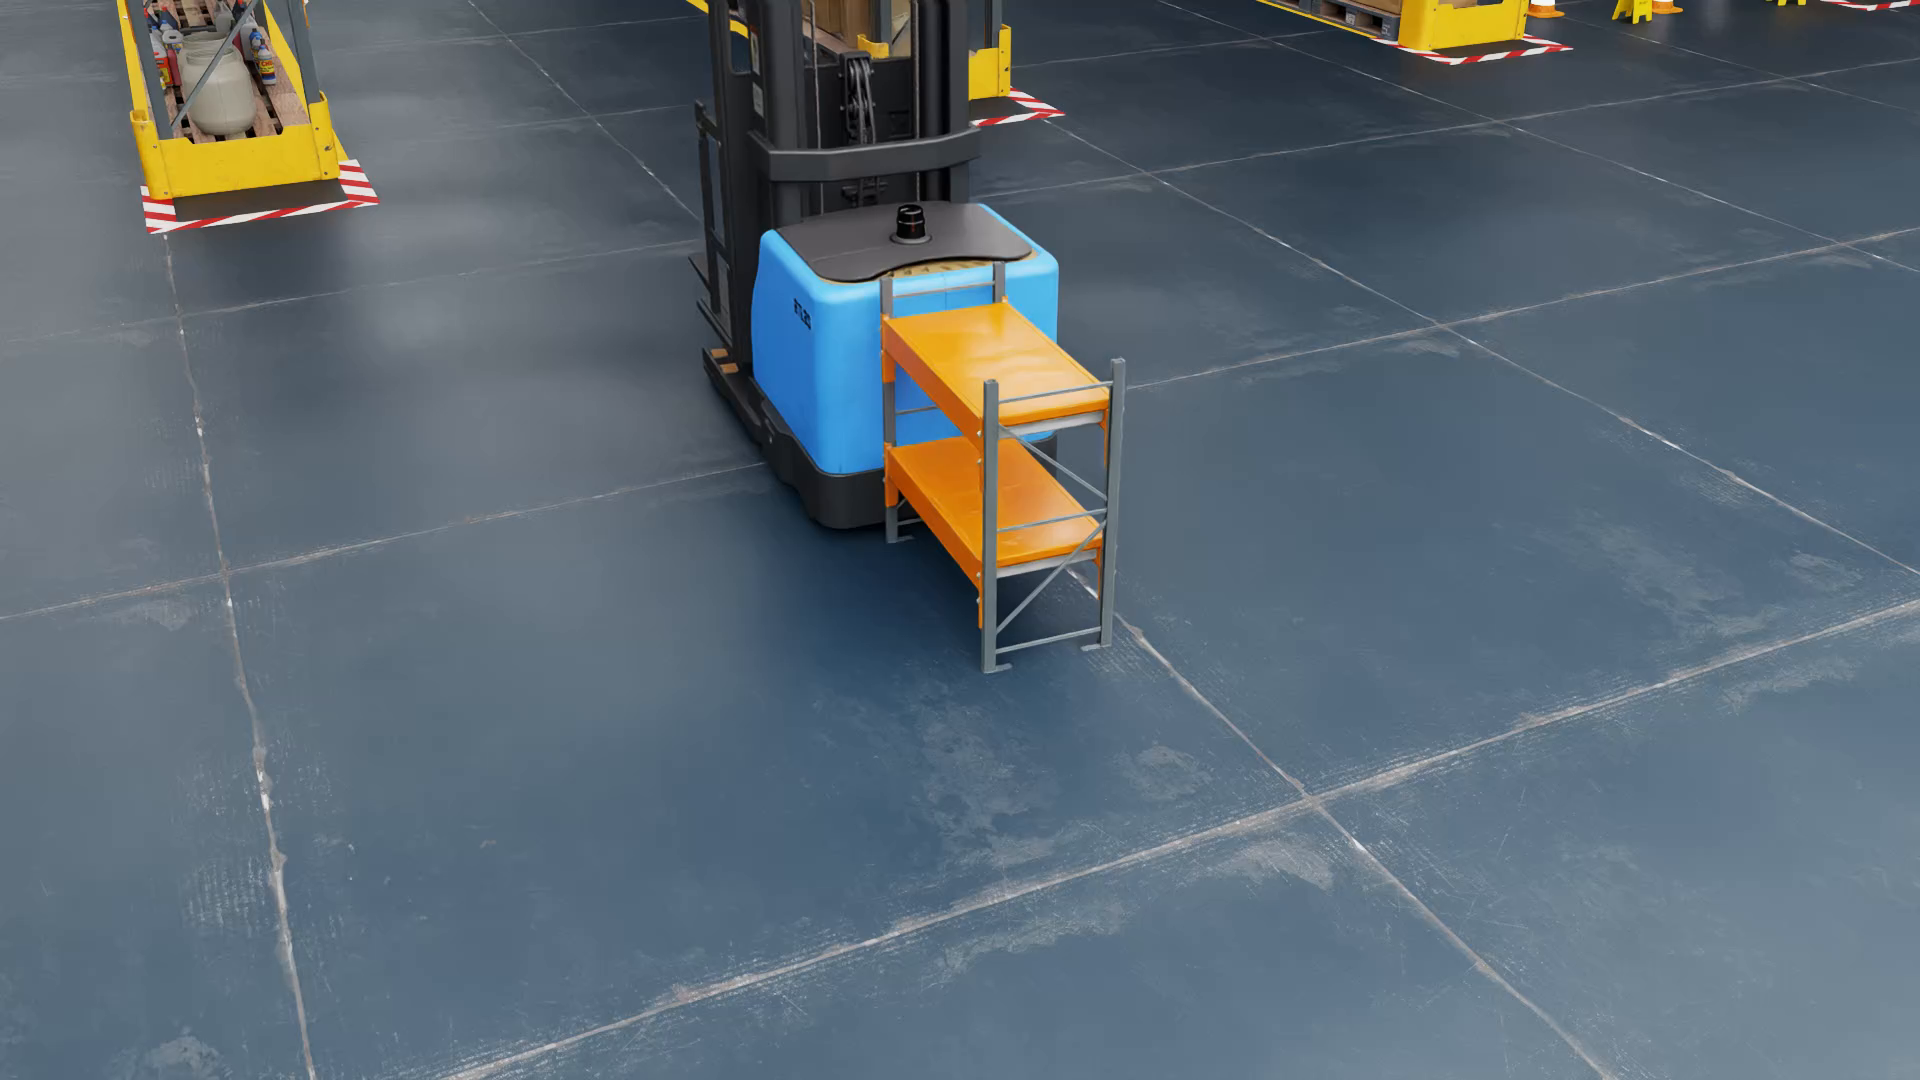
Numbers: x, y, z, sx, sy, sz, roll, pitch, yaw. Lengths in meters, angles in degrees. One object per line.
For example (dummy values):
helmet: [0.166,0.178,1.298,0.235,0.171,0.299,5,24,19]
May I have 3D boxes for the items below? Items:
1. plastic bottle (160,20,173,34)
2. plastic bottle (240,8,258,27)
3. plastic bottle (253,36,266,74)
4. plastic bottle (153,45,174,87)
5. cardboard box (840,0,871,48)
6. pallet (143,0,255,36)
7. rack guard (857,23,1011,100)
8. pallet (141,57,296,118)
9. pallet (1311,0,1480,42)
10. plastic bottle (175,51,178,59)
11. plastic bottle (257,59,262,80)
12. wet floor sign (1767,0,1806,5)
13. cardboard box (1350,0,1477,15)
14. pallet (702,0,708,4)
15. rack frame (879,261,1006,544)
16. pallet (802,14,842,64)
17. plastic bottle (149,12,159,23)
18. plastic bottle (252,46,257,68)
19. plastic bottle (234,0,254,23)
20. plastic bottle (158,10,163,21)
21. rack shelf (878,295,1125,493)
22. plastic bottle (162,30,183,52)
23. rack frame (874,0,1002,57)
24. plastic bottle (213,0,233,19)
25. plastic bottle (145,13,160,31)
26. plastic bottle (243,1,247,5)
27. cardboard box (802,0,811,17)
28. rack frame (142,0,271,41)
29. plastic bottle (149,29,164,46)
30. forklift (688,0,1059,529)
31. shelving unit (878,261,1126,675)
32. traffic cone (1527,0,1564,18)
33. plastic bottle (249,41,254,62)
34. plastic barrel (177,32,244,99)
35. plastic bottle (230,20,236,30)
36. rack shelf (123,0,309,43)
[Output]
plastic bottle: [-6.205,-3.932,13.034,0.097,0.271,0.097,0,29,0]
plastic bottle: [-5.590,-3.997,13.070,0.144,0.351,0.185,-13,32,-22]
plastic bottle: [-5.275,-3.665,12.558,0.097,0.271,0.097,0,29,0]
plastic bottle: [-5.899,-3.485,12.234,0.152,0.276,0.135,-13,32,-22]
cardboard box: [-0.698,-4.314,13.503,0.500,0.500,0.500,-5,30,-9]
pallet: [-6.720,-4.535,14.621,1.003,0.211,1.213,-13,32,-22]
rack guard: [-0.190,-3.628,12.710,1.175,0.500,0.348,-13,32,-22]
pallet: [-5.570,-3.351,12.510,1.003,0.211,1.213,-13,32,-22]
pallet: [3.952,-4.802,15.099,1.003,0.211,1.213,-13,32,-22]
plastic bottle: [-5.854,-3.549,12.423,0.097,0.201,0.097,0,29,0]
plastic bottle: [-5.172,-3.529,12.387,0.097,0.201,0.097,0,29,0]
wet floor sign: [7.908,-5.430,15.775,0.267,0.644,0.232,-3,29,-5]
cardboard box: [4.015,-5.224,14.742,0.875,0.875,0.875,-13,32,-22]
pallet: [-2.210,-5.579,16.484,1.003,0.211,1.213,-13,32,-22]
rack frame: [-0.063,-0.525,6.537,0.500,1.125,0.032,-11,31,-19]
pallet: [-1.027,-4.407,14.393,1.003,0.211,1.213,-13,32,-22]
plastic bottle: [-6.444,-4.046,13.234,0.152,0.276,0.135,-12,31,-20]
plastic bottle: [-5.360,-3.722,12.732,0.097,0.201,0.097,0,29,0]
plastic bottle: [-5.729,-4.140,13.324,0.144,0.351,0.185,-15,32,-24]
plastic bottle: [-6.348,-4.072,13.272,0.061,0.283,0.133,-13,32,-22]
rack shelf: [0.125,-0.550,5.982,0.538,0.278,1.000,-11,31,-19]
plastic bottle: [-5.990,-3.743,12.694,0.152,0.276,0.135,-13,32,-22]
rack frame: [-0.157,-4.685,12.038,1.000,3.000,0.127,-13,32,-22]
plastic bottle: [-5.941,-4.194,13.422,0.144,0.351,0.185,-13,32,-22]
plastic bottle: [-6.295,-3.922,12.935,0.144,0.351,0.185,-15,32,-24]
plastic bottle: [-5.844,-4.276,13.636,0.061,0.283,0.133,-11,31,-20]
cardboard box: [-1.149,-4.851,14.460,0.500,0.500,0.500,-16,33,-26]
rack frame: [-6.348,-5.412,13.335,1.000,3.000,0.127,-13,32,-22]
plastic bottle: [-6.033,-3.652,12.454,0.144,0.351,0.185,-12,31,-20]
forklift: [-0.609,-2.027,7.368,1.130,2.935,3.031,-11,31,-19]
shelving unit: [0.125,-0.294,6.125,0.538,1.125,1.048,-11,31,-19]
traffic cone: [5.420,-5.108,15.386,0.336,0.463,0.334,-13,32,-22]
plastic bottle: [-5.449,-3.813,12.894,0.097,0.201,0.097,0,29,0]
plastic barrel: [-5.198,-3.239,11.574,0.421,0.512,0.421,0,29,0]
plastic bottle: [-5.672,-3.935,13.028,0.061,0.283,0.133,-13,32,-22]
rack shelf: [-5.489,-4.215,11.935,1.077,0.370,4.000,-13,32,-22]
